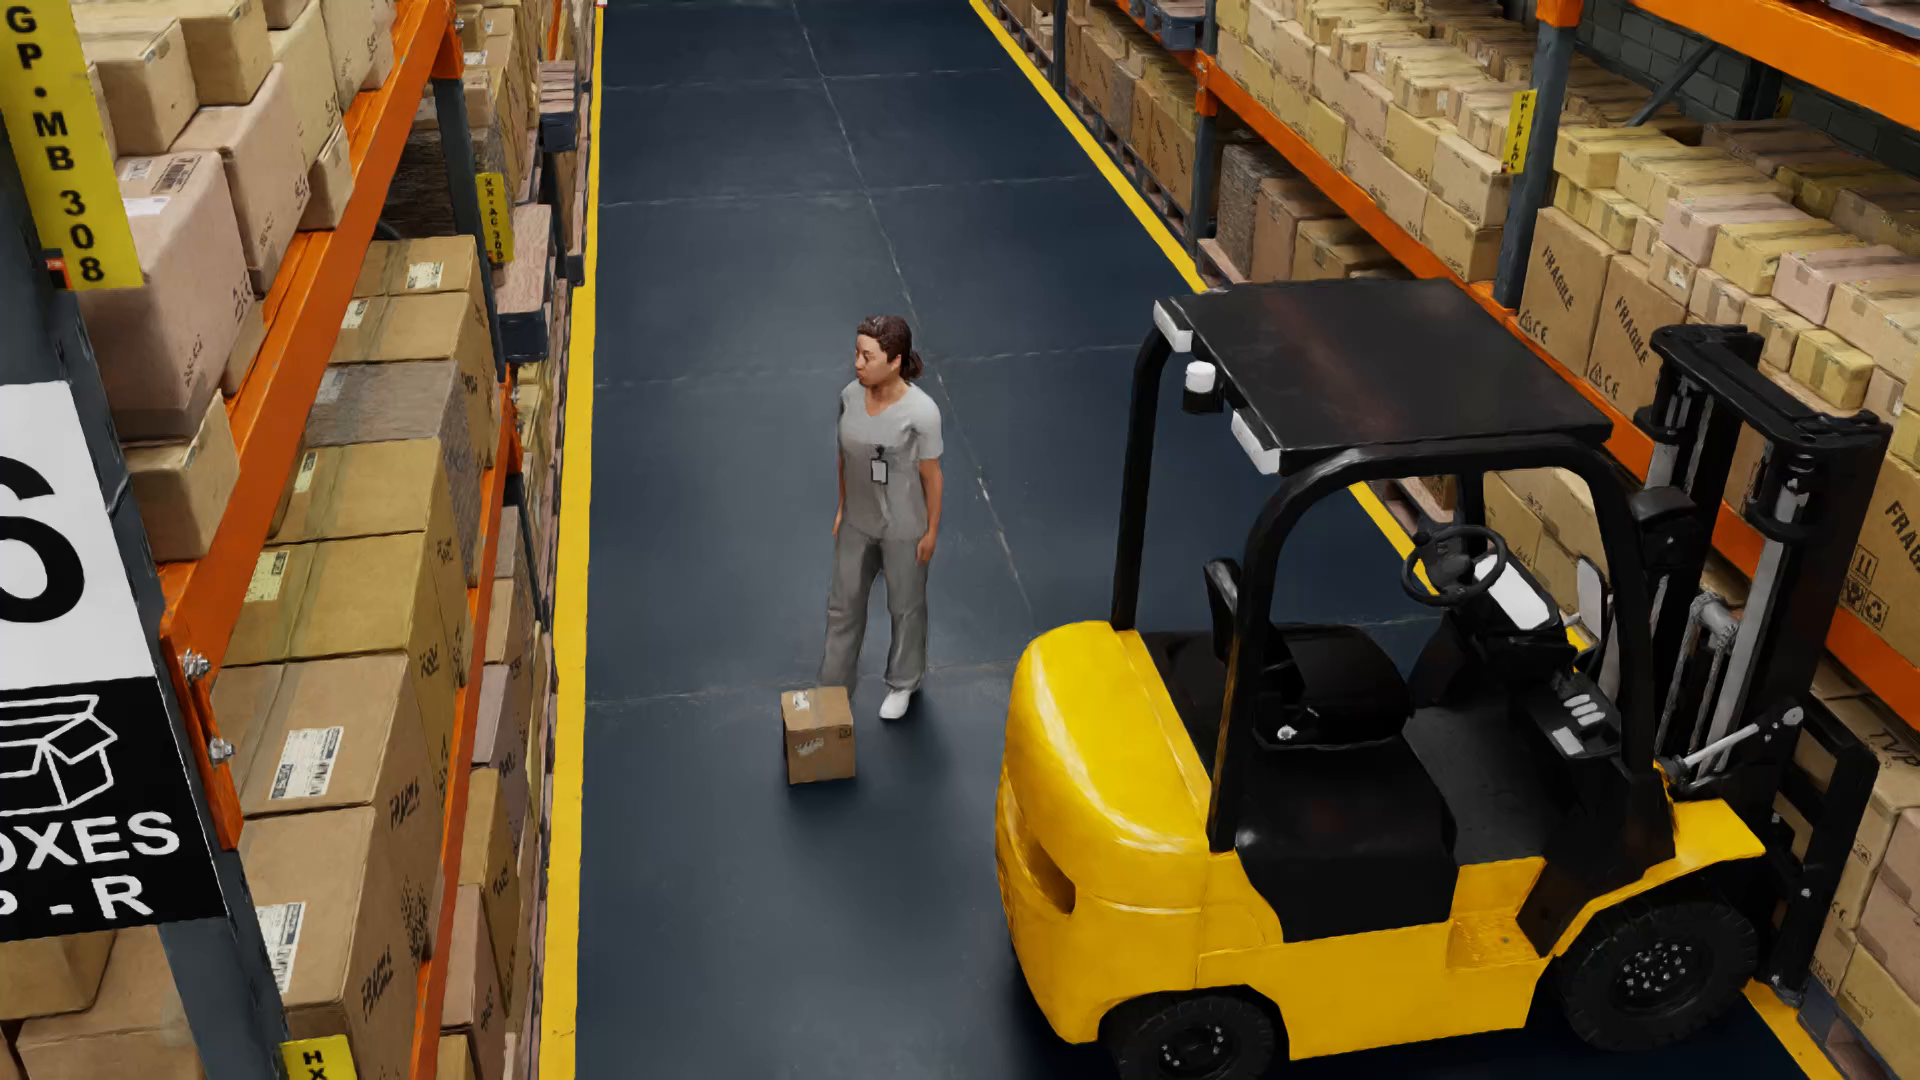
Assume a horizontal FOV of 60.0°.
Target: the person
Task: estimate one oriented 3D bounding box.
[{"bbox_3d":[-0.324,-0.023,6.159,0.461,1.672,0.549,18,35,27],"label":"person"}]
